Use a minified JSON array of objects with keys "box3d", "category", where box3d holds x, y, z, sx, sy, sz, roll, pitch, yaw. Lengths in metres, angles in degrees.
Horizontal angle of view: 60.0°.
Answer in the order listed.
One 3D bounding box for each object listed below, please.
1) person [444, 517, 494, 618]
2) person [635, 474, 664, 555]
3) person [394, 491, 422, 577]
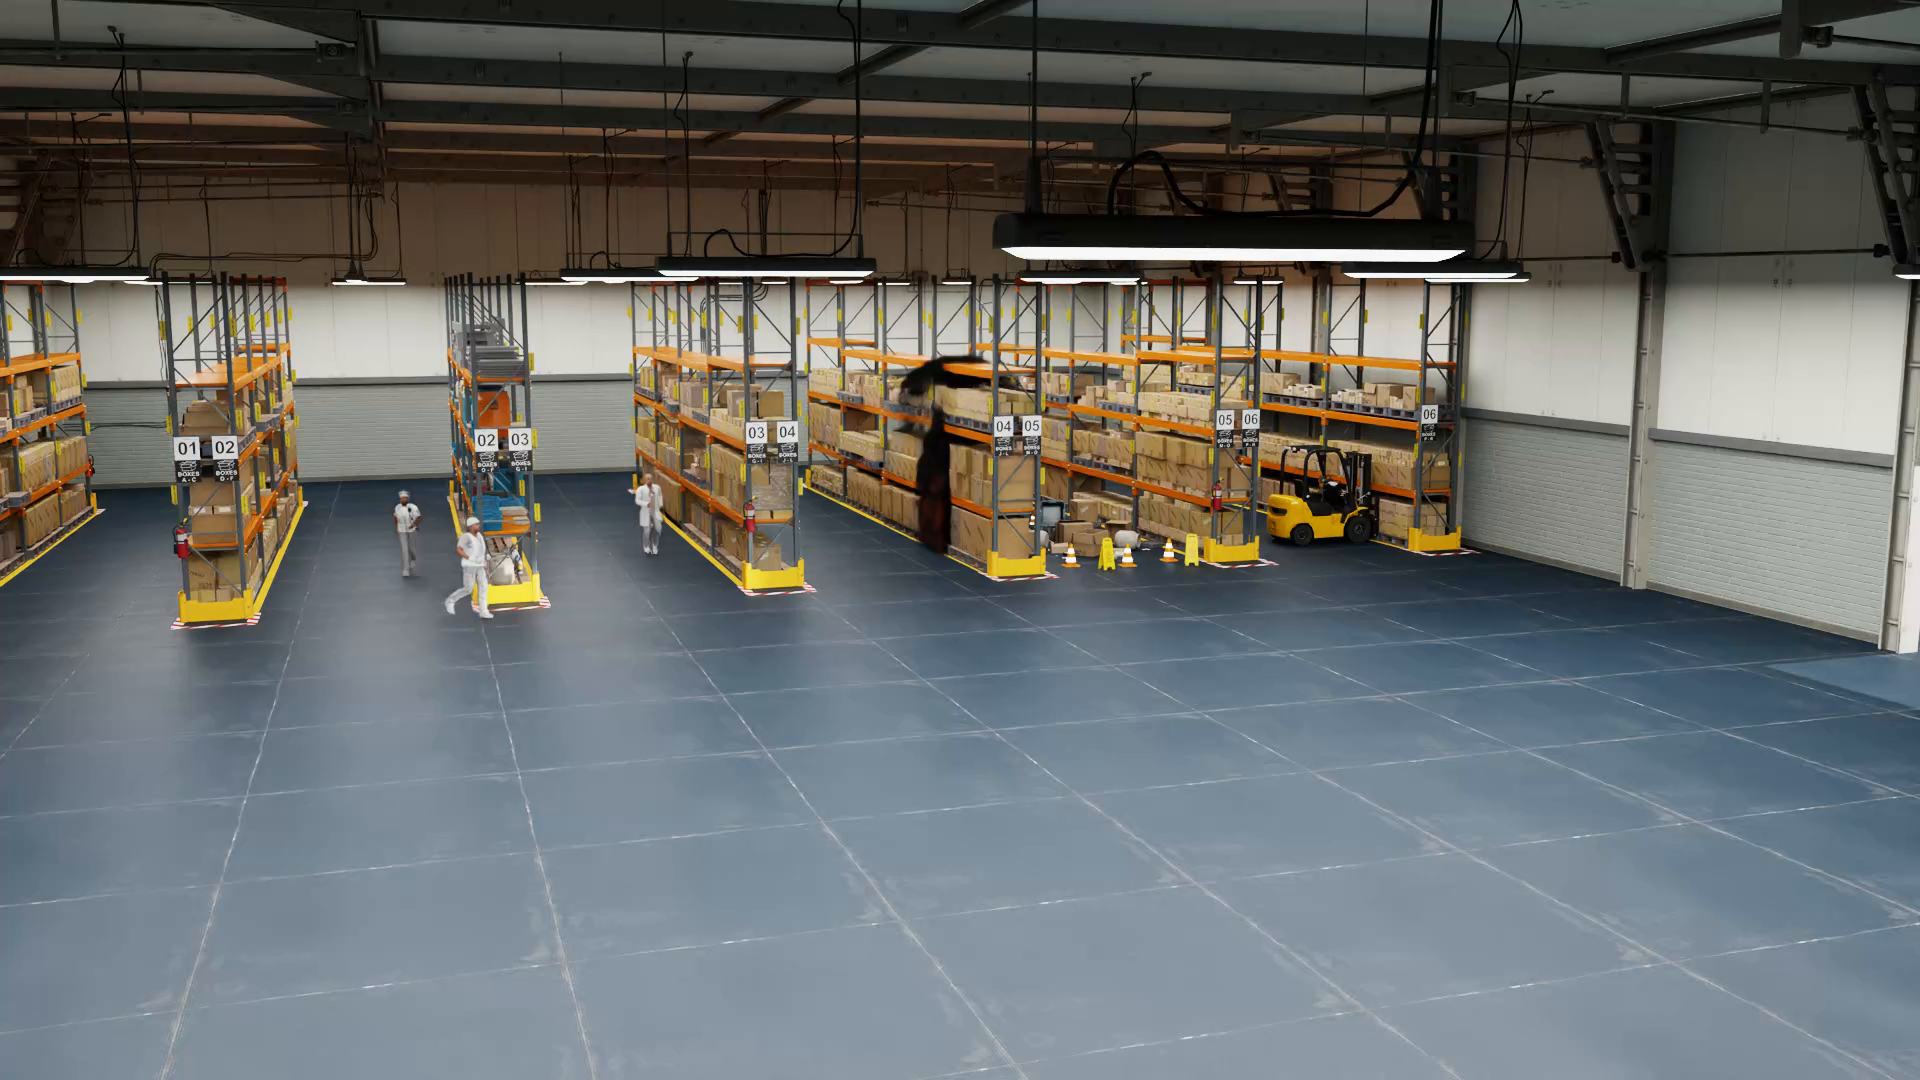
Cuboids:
[{"box3d":[-8.506,0.469,29.137,0.953,1.742,0.744,3,9,18],"category":"person"},{"box3d":[-6.677,-0.551,35.890,0.672,1.771,0.838,-4,10,-26],"category":"person"},{"box3d":[-11.084,-0.164,33.409,0.573,1.696,0.859,-2,9,-10],"category":"person"}]
